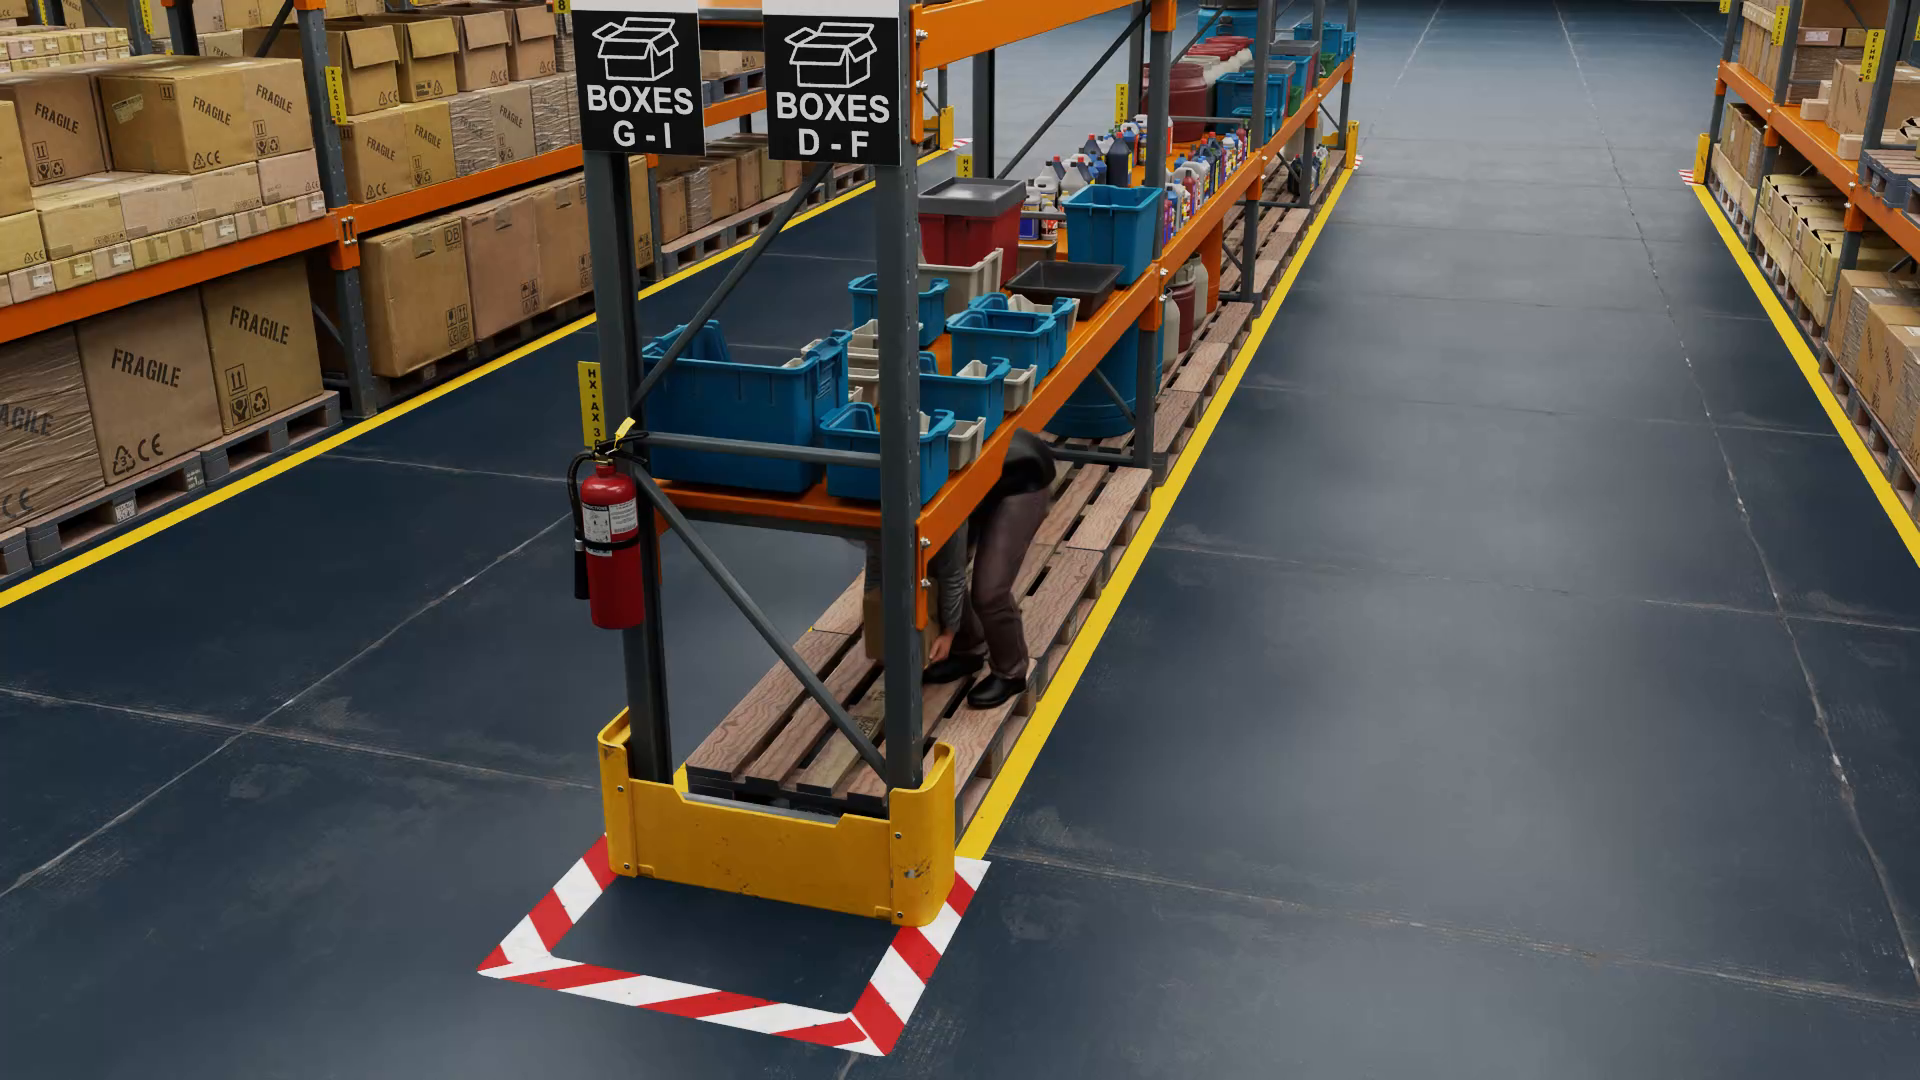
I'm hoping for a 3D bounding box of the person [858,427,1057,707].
[{"bbox_3d":[-0.072,0.104,6.208,0.960,1.097,0.473,-19,28,-39],"label":"person"}]
